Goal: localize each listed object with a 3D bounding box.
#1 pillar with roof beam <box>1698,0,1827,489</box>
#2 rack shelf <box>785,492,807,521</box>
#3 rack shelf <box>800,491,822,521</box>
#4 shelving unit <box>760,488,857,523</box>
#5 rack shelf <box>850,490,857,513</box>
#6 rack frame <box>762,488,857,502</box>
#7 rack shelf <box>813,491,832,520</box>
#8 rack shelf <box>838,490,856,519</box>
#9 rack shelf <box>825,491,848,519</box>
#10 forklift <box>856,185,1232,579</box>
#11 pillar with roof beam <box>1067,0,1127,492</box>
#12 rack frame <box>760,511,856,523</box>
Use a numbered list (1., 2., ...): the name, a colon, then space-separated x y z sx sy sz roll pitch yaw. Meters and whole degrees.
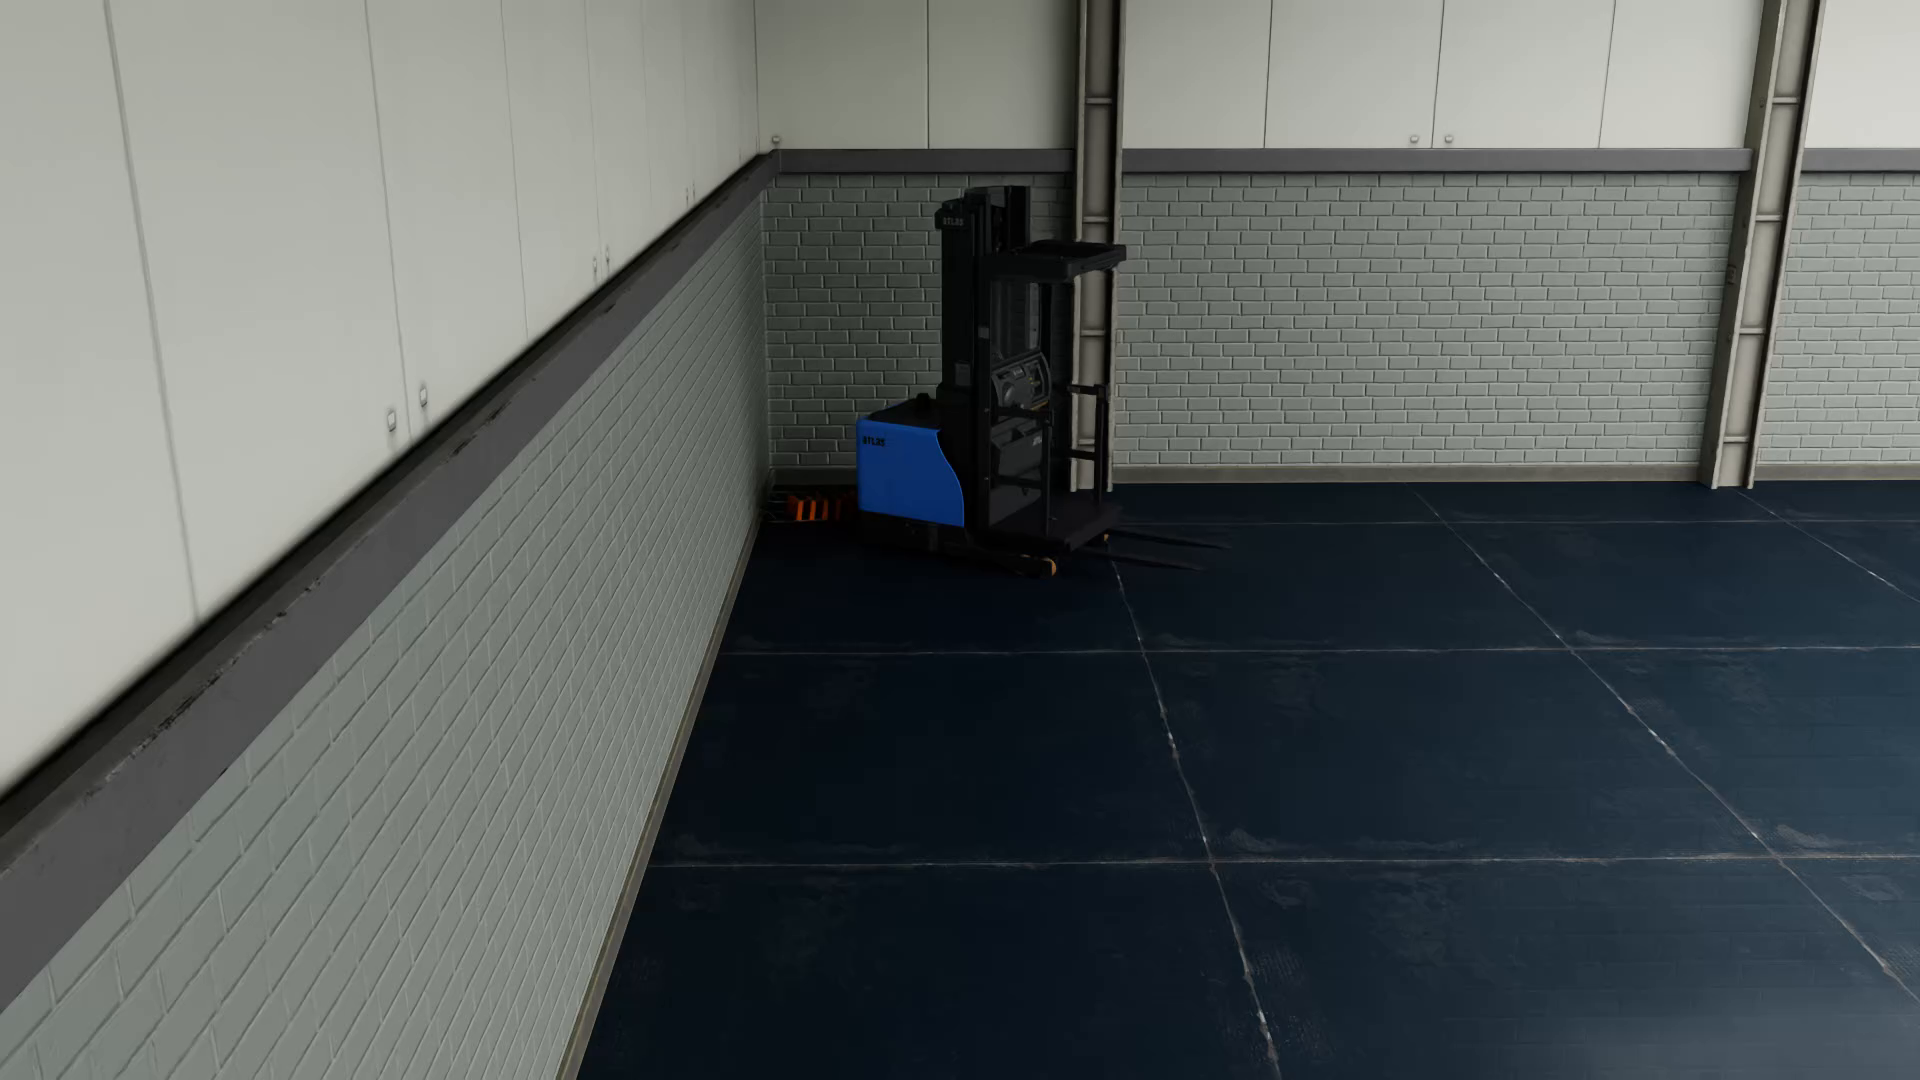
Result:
1. pillar with roof beam: 7.283 -3.497 10.217 0.400 9.000 9.100 0 18 -1
2. rack shelf: -1.400 -0.293 14.286 0.103 0.180 0.258 -3 23 -29
3. rack shelf: -1.295 -0.299 14.344 0.103 0.180 0.258 -3 23 -29
4. shelving unit: -1.124 -0.309 14.438 1.200 0.189 0.258 -3 23 -29
5. rack shelf: -0.875 -0.323 14.575 0.103 0.180 0.258 -3 23 -29
6. rack frame: -1.111 -0.393 14.406 1.200 0.006 0.240 -3 23 -29
7. rack shelf: -1.190 -0.305 14.402 0.103 0.180 0.258 -3 23 -29
8. rack shelf: -0.980 -0.317 14.517 0.103 0.180 0.258 -3 23 -29
9. rack shelf: -1.085 -0.311 14.459 0.103 0.180 0.258 -3 23 -29
10. forklift: 0.670 -1.272 13.215 3.031 2.935 1.130 10 20 28
11. pillar with roof beam: 1.283 -3.468 10.127 0.400 9.000 9.100 0 18 -1
12. rack frame: -1.137 -0.224 14.470 1.200 0.006 0.240 -3 23 -29
